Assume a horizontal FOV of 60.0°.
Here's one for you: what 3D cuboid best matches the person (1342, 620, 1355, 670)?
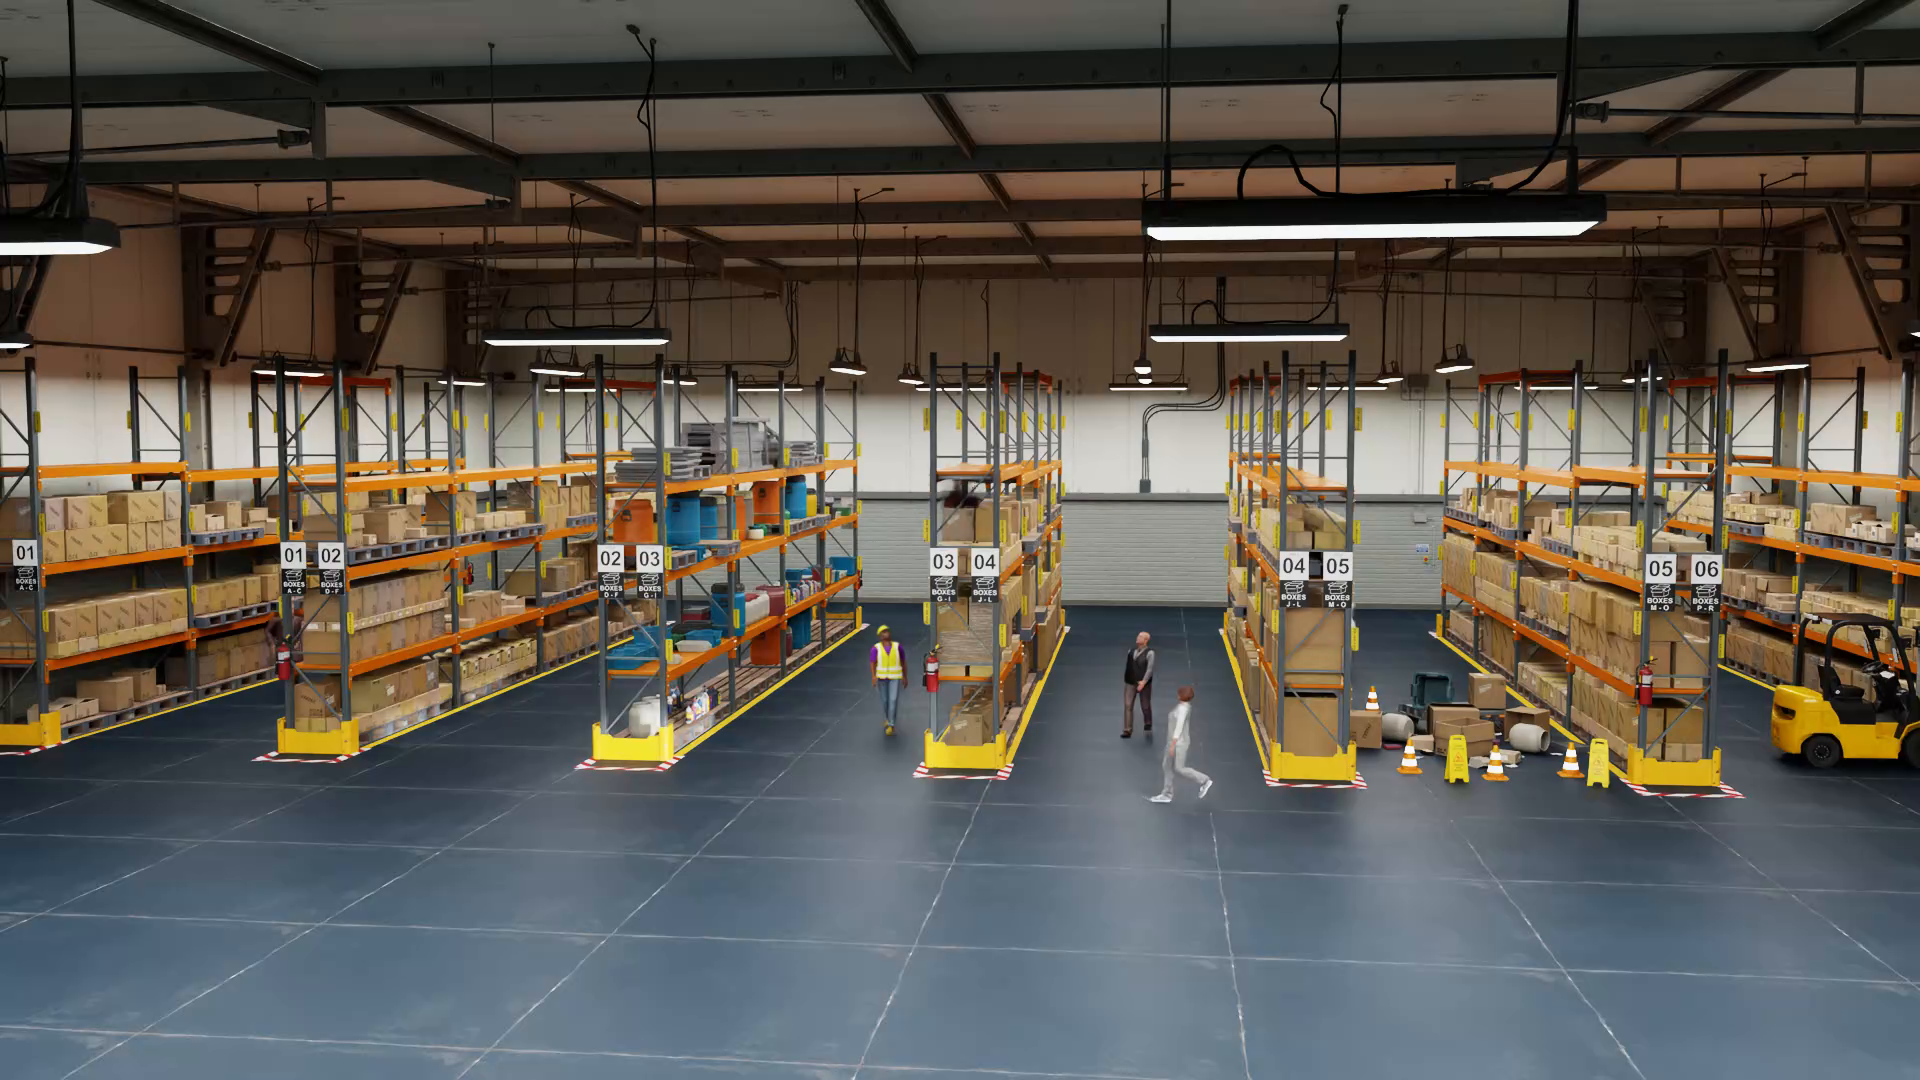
[{"bbox_3d":[7.692,1.817,33.278,0.425,1.675,0.495,1,4,20],"label":"person"}]

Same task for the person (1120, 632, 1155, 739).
[{"bbox_3d":[2.847,2.295,26.386,0.497,1.661,1.045,1,4,19],"label":"person"}]

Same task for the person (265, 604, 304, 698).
[{"bbox_3d":[-12.245,2.025,30.166,0.702,1.754,0.535,-1,4,-8],"label":"person"}]

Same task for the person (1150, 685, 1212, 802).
[{"bbox_3d":[2.912,2.673,21.815,0.760,1.563,0.403,-1,4,-14],"label":"person"}]

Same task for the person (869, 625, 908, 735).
[{"bbox_3d":[-1.170,2.236,26.829,0.598,1.678,1.038,1,4,9],"label":"person"}]
